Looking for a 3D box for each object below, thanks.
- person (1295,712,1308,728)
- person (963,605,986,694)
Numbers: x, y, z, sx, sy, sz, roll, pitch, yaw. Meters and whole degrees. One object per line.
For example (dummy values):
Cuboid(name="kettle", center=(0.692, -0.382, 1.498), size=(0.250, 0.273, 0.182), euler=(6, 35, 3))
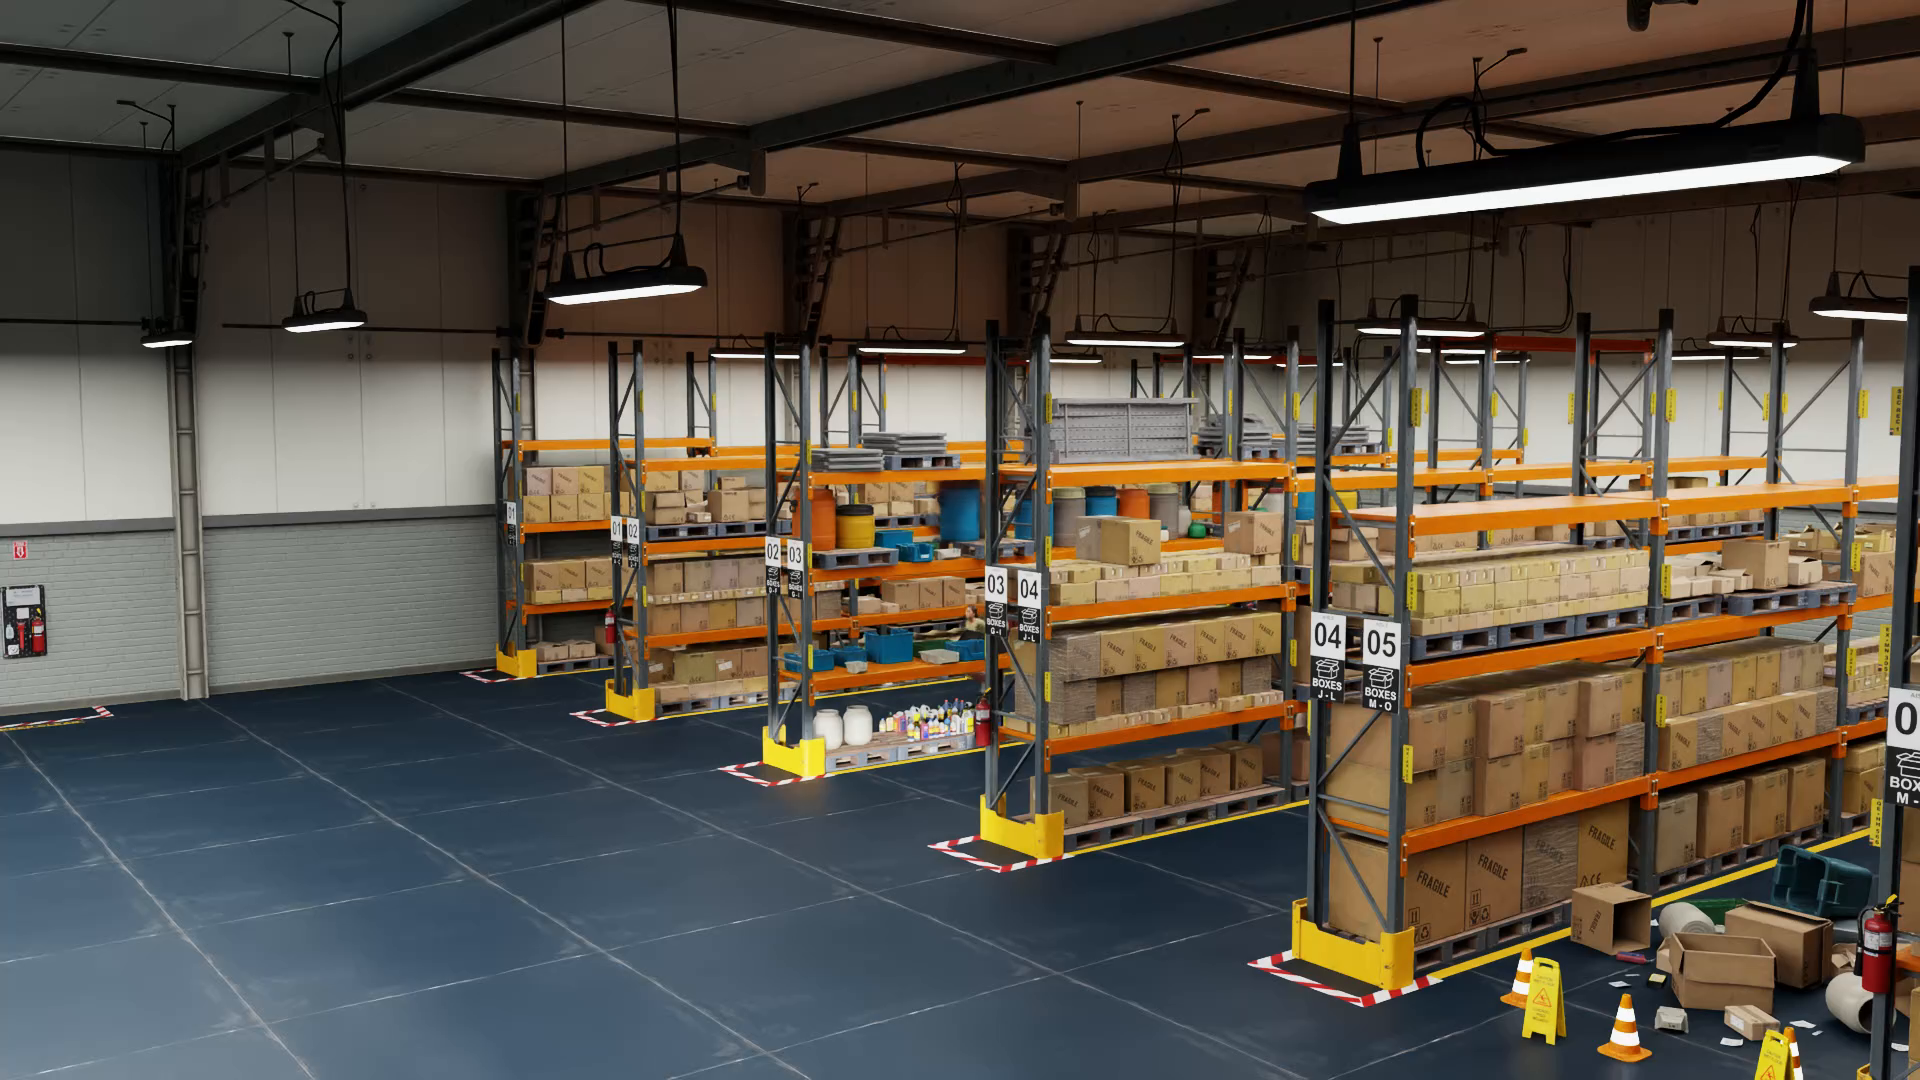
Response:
Cuboid(name="person", center=(5.114, 2.206, 24.129), size=(0.575, 1.769, 0.405), euler=(2, 6, 26))
Cuboid(name="person", center=(0.318, 1.884, 28.394), size=(0.698, 1.585, 0.566), euler=(-2, 6, -26))
